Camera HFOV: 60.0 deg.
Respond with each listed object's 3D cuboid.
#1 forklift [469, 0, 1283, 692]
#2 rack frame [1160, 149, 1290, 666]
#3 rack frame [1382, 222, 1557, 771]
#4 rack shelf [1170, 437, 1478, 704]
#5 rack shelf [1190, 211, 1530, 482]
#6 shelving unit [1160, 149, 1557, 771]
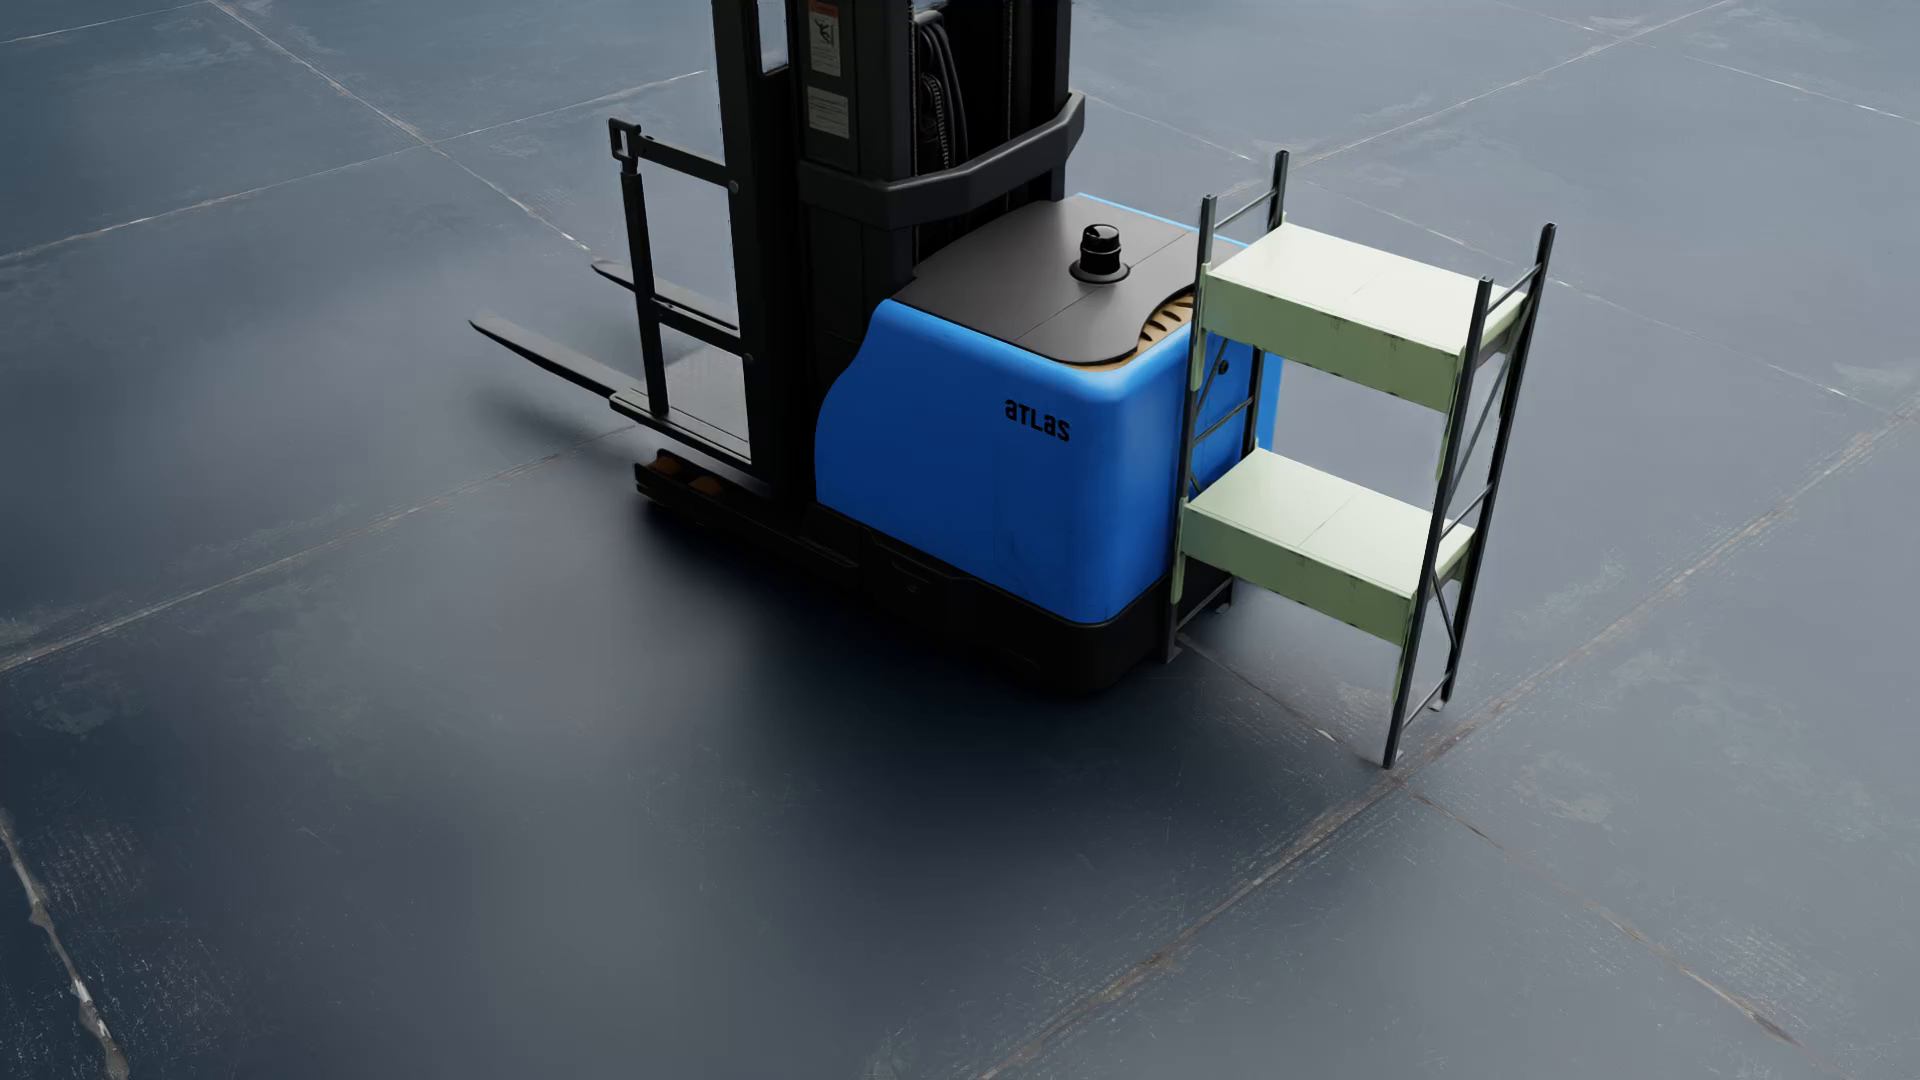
[{"bbox_3d":[-0.479,-1.456,5.050,3.031,2.935,1.130,25,42,31],"label":"forklift"},{"bbox_3d":[0.737,-0.329,4.697,0.023,1.500,0.400,25,42,31],"label":"rack frame"},{"bbox_3d":[1.309,-0.065,4.324,0.023,1.500,0.400,25,42,31],"label":"rack frame"},{"bbox_3d":[1.023,0.069,4.699,0.720,0.370,0.431,25,42,31],"label":"rack shelf"},{"bbox_3d":[1.023,-0.515,4.285,0.720,0.370,0.431,25,42,31],"label":"rack shelf"},{"bbox_3d":[1.023,-0.197,4.510,0.755,1.500,0.431,25,42,31],"label":"shelving unit"}]
